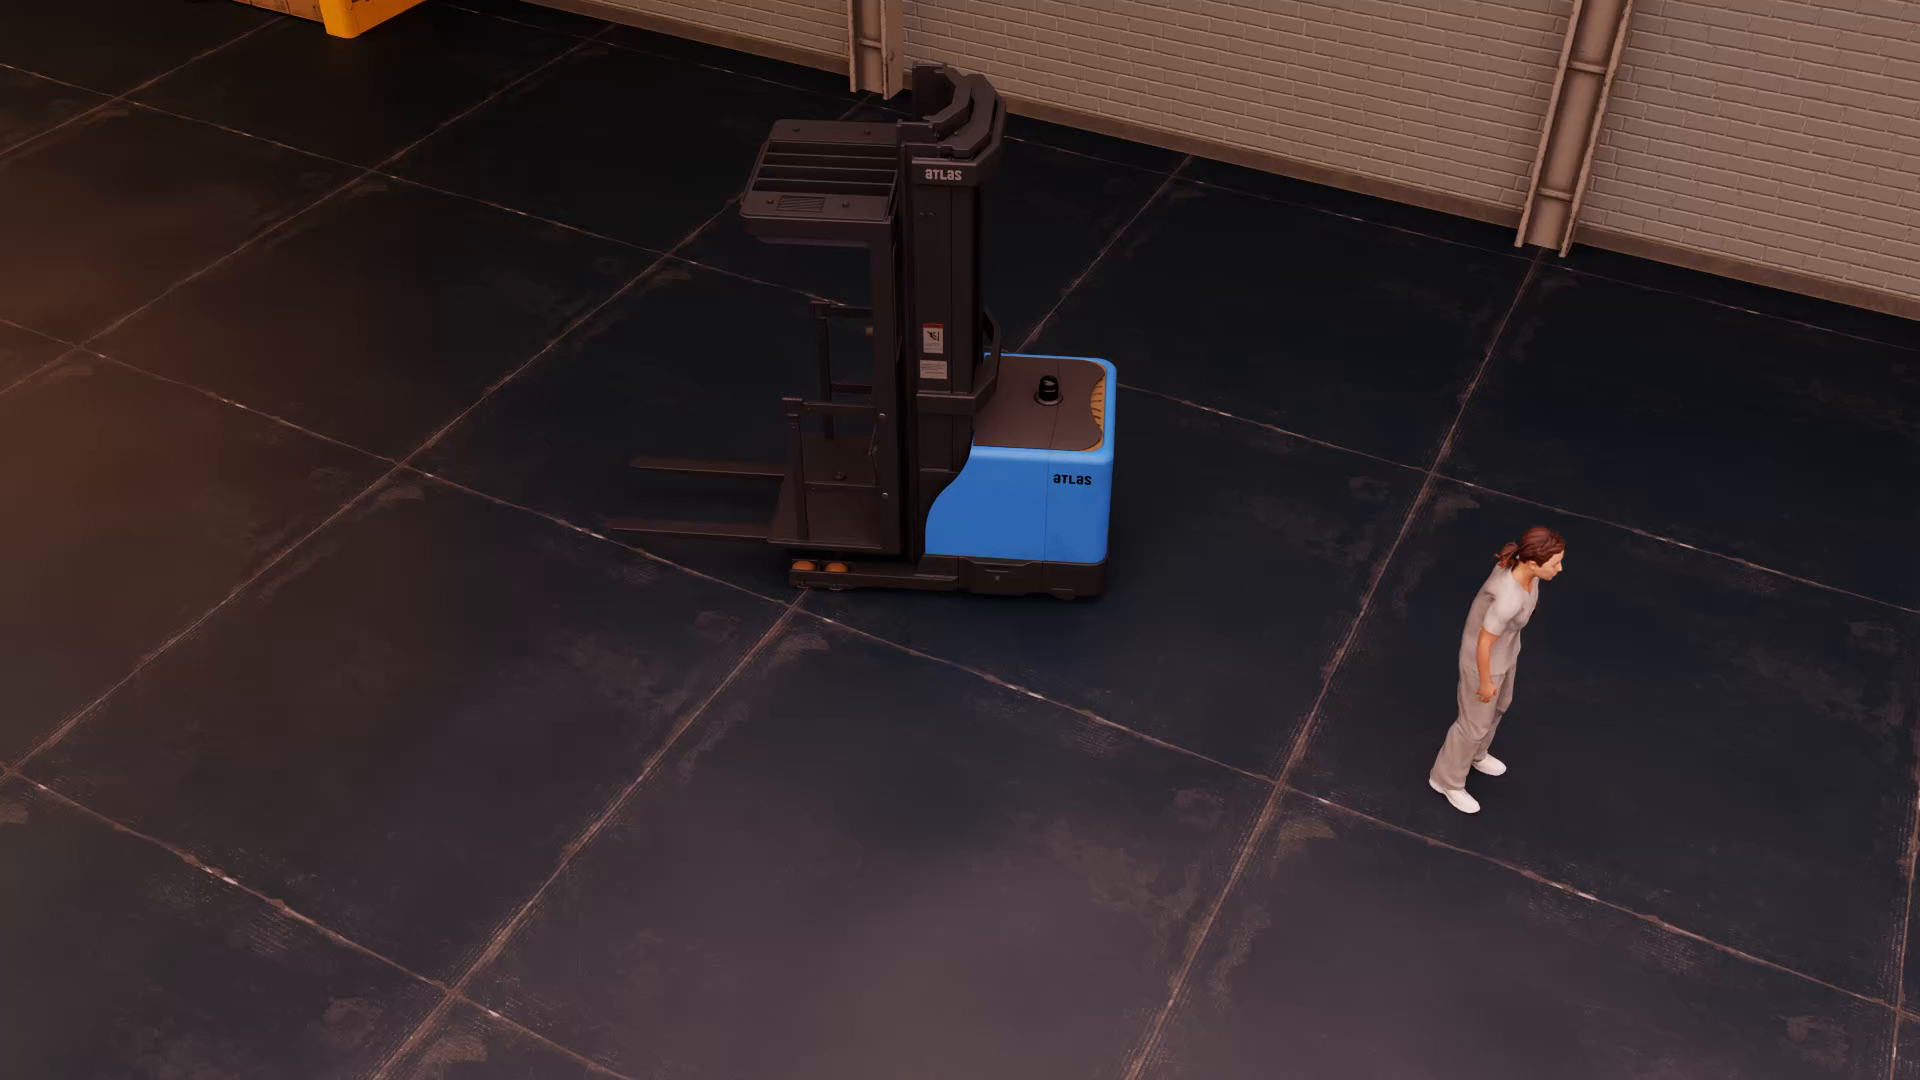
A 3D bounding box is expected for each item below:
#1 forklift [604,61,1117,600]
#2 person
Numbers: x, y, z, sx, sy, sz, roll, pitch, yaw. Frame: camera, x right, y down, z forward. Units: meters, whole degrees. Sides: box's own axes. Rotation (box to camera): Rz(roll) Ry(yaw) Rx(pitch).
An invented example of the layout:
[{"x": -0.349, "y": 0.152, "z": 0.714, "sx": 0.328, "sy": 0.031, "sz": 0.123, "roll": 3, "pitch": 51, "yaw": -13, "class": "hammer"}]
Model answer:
[{"x": -0.606, "y": -1.157, "z": 9.360, "sx": 3.031, "sy": 2.935, "sz": 1.130, "roll": 3, "pitch": 40, "yaw": 4, "class": "forklift"}, {"x": 2.661, "y": 0.601, "z": 8.255, "sx": 0.364, "sy": 1.667, "sz": 0.514, "roll": 23, "pitch": 45, "yaw": 25, "class": "person"}]
